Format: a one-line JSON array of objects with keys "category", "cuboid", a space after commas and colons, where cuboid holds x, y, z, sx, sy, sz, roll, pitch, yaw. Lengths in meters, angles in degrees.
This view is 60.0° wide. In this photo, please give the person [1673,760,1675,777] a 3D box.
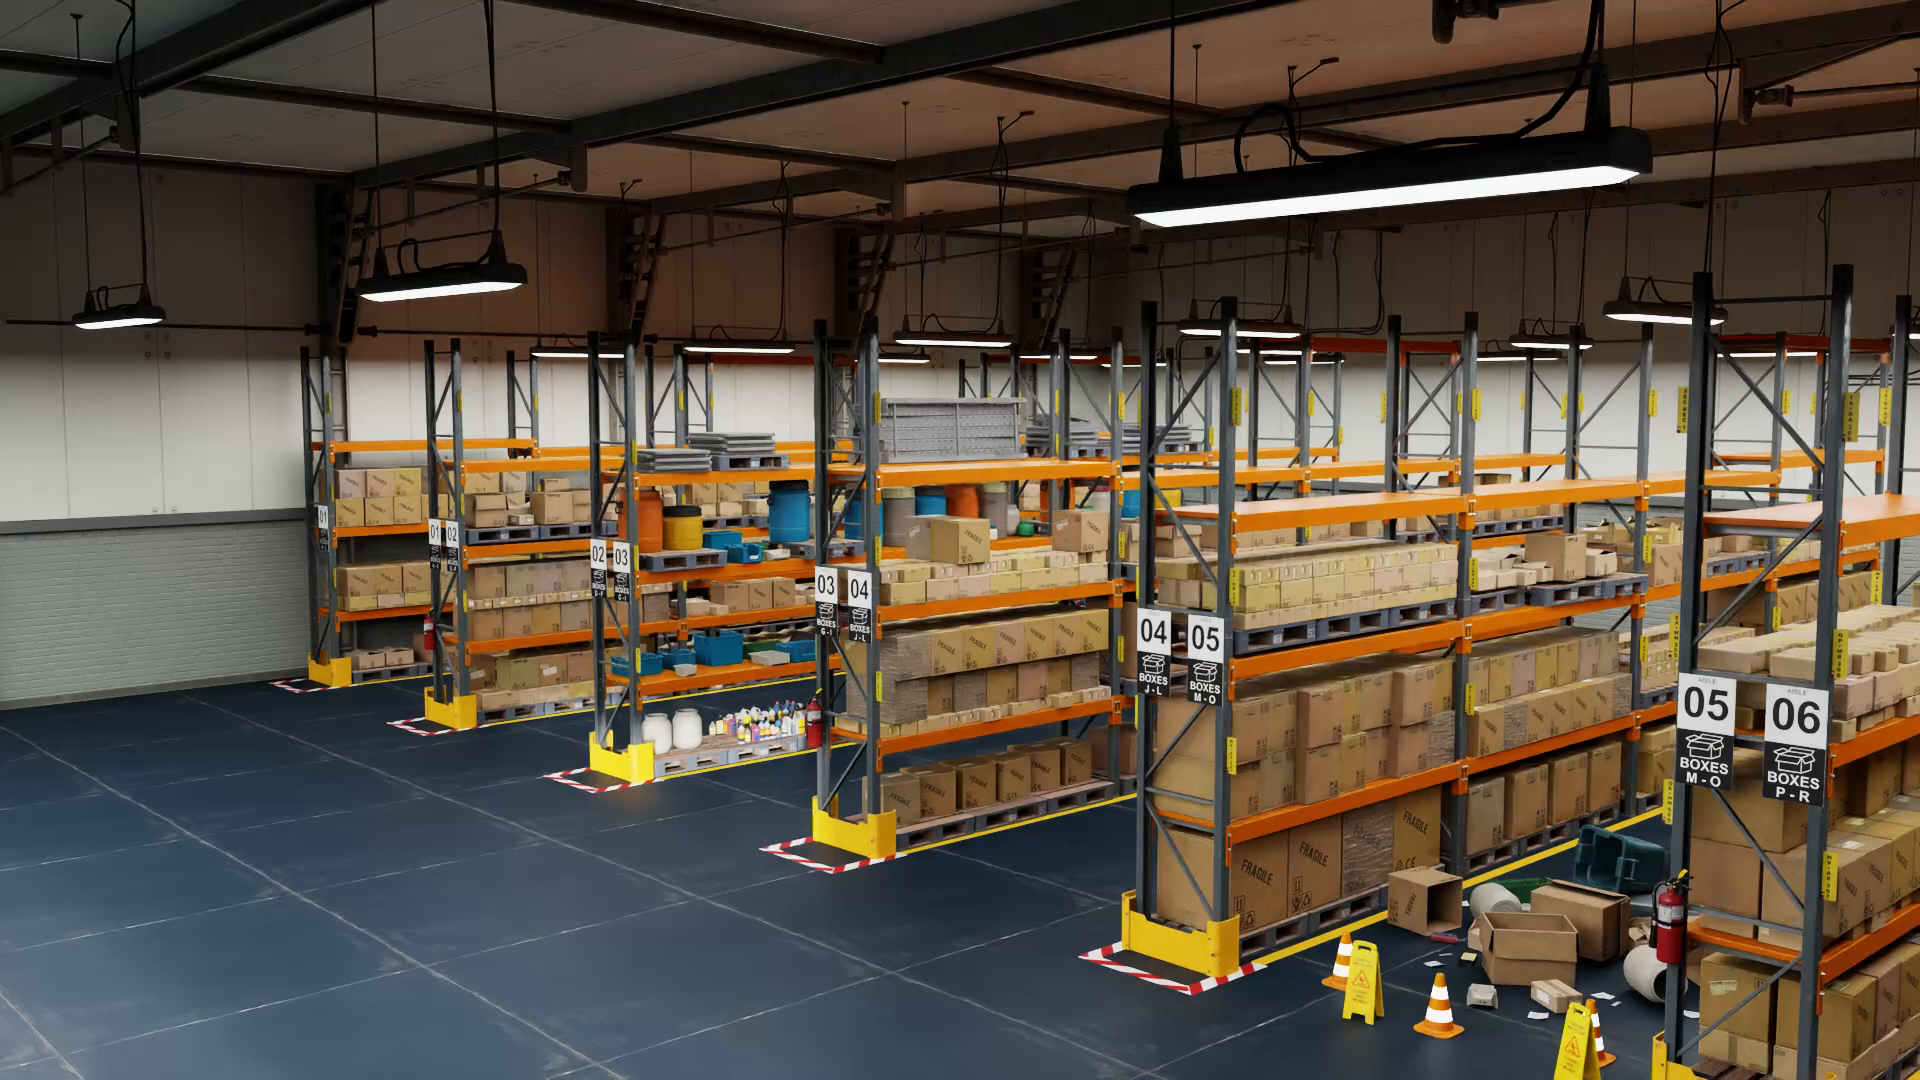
[{"category": "person", "cuboid": [8.151, 2.671, 18.300, 0.525, 1.777, 0.541, 3, 6, 35]}]
